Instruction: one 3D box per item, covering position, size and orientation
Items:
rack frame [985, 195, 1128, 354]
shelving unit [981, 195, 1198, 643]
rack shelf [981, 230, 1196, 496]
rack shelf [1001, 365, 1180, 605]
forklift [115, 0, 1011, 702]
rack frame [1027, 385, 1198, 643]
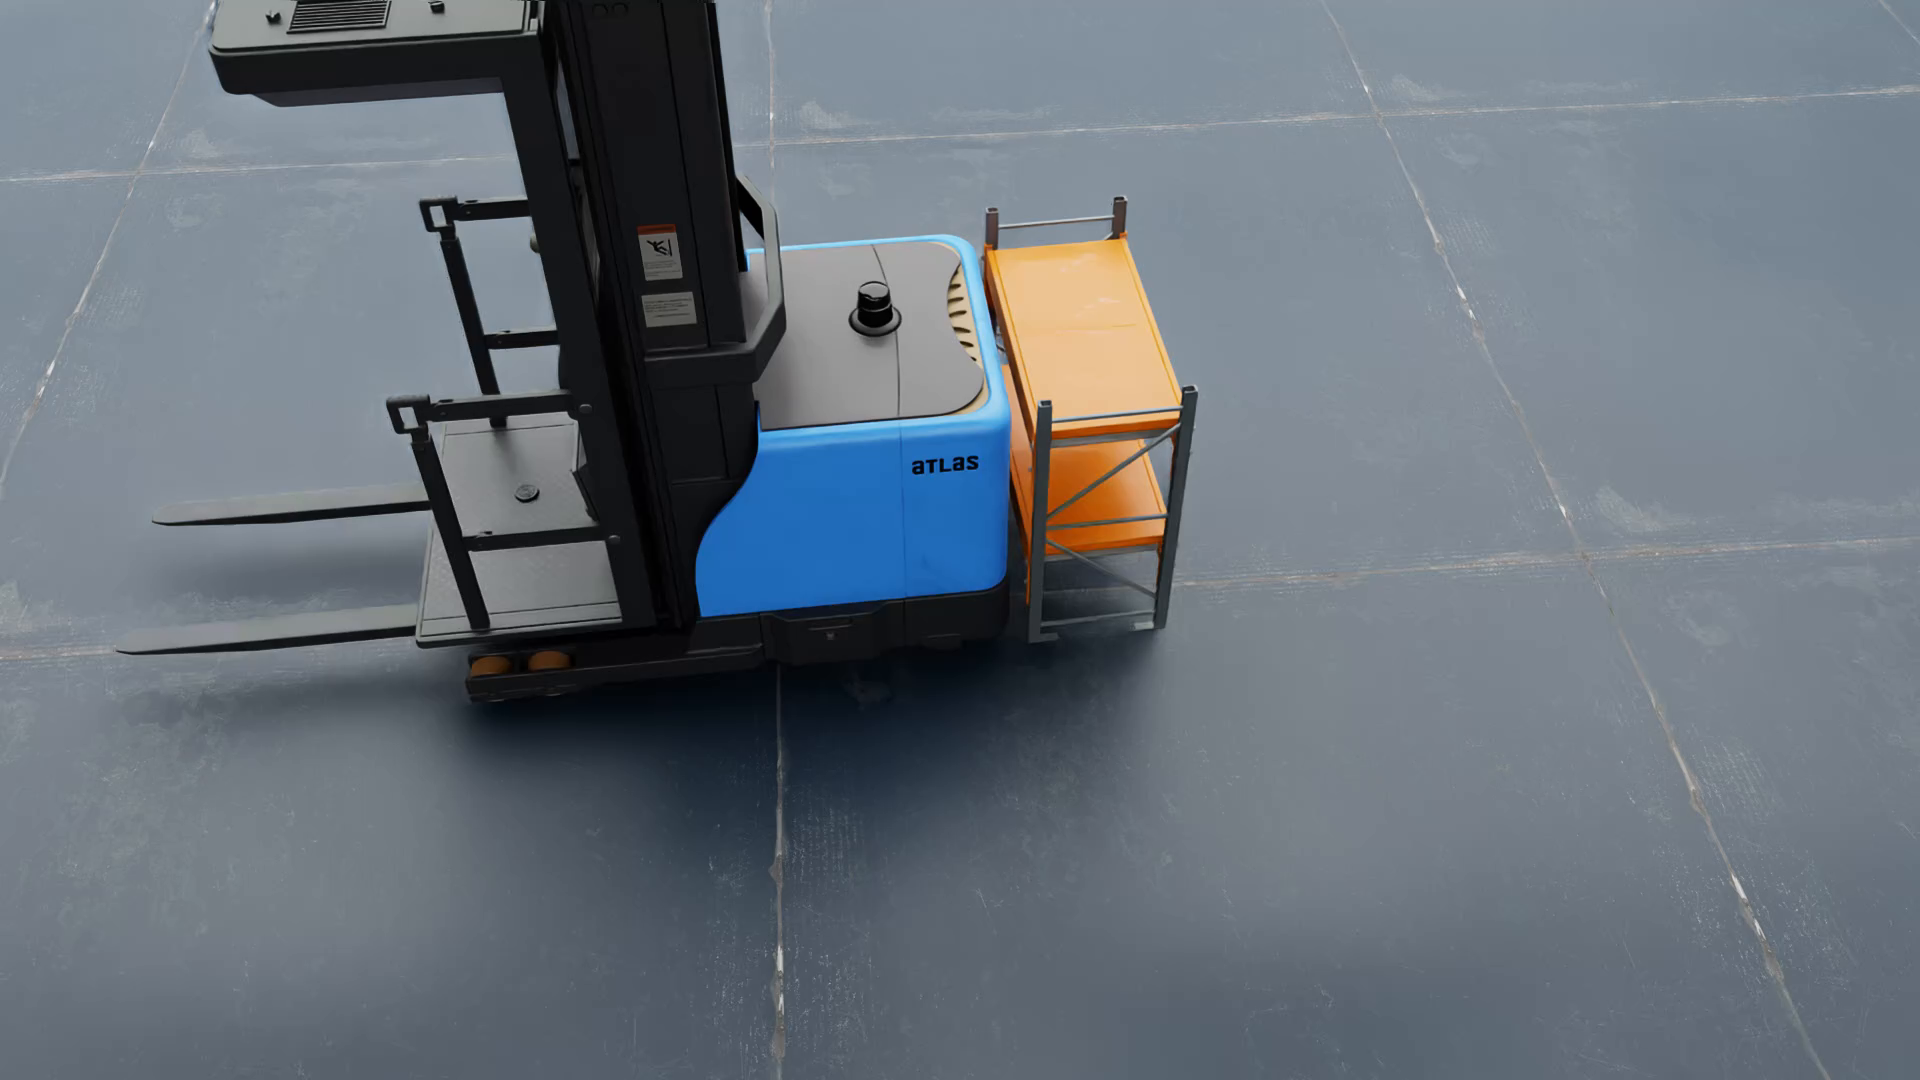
[{"bbox_3d":[0.338,-0.788,6.221,0.500,1.125,0.032,-6,47,-6],"label":"rack frame"},{"bbox_3d":[0.413,-0.423,5.876,0.538,1.125,1.048,-6,47,-6],"label":"shelving unit"},{"bbox_3d":[0.413,-0.624,5.663,0.538,0.278,1.000,-6,47,-6],"label":"rack shelf"},{"bbox_3d":[0.413,-0.255,6.053,0.538,0.278,1.000,-6,47,-6],"label":"rack shelf"},{"bbox_3d":[-1.383,-0.861,5.047,3.031,2.935,1.130,-5,47,-5],"label":"forklift"},{"bbox_3d":[0.487,-0.058,5.530,0.500,1.125,0.032,-6,47,-6],"label":"rack frame"}]
